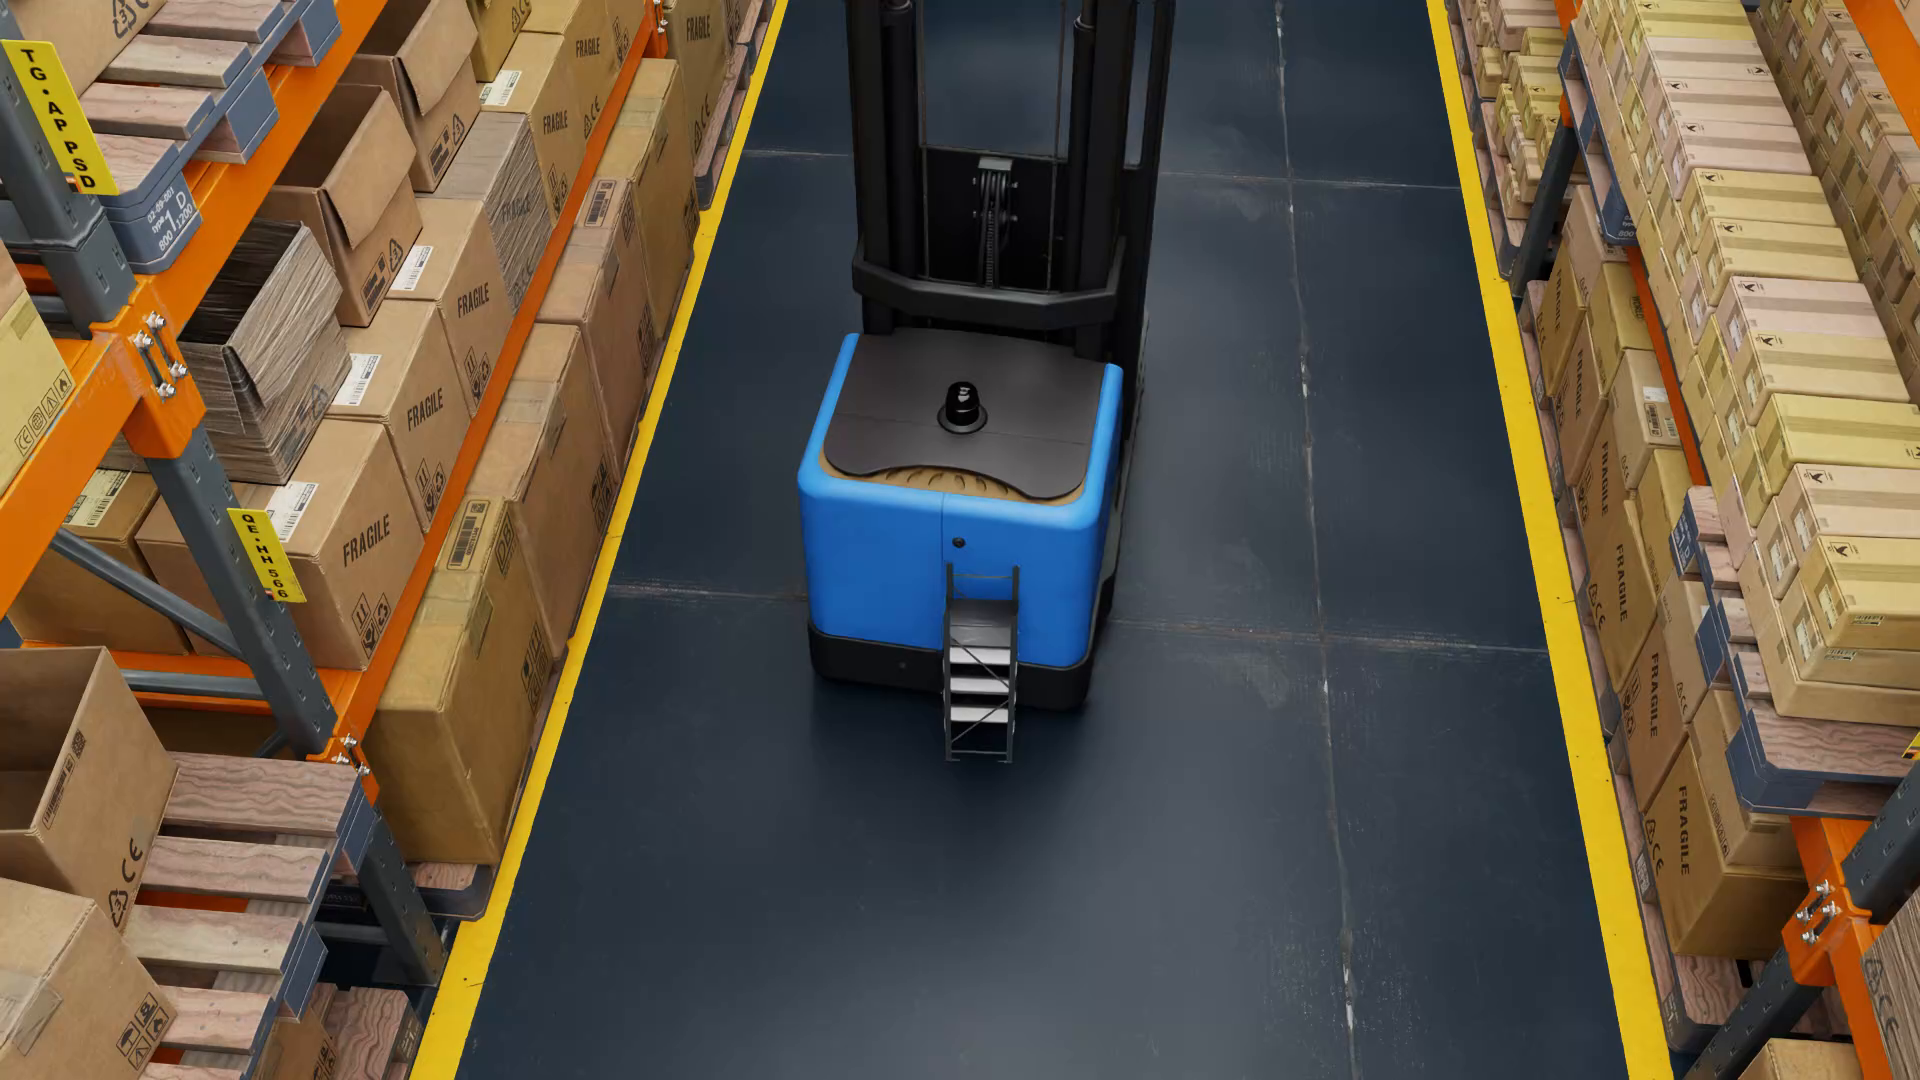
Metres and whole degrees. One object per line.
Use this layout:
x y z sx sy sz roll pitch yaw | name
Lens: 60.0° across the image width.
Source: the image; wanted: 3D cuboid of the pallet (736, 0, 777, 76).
-1.579 -3.076 9.446 1.003 0.211 1.213 4 48 4 | pallet

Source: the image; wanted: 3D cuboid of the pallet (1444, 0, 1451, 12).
3.344 -3.505 9.838 1.003 0.211 1.213 4 48 4 | pallet

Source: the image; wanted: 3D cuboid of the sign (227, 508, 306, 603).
-1.658 0.040 3.976 0.100 0.325 0.005 4 48 4 | sign

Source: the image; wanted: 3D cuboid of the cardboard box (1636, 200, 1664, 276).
2.488 -0.995 5.539 0.380 0.149 0.250 3 48 3 | cardboard box

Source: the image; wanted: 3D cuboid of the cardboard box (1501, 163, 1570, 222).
2.792 -1.648 7.898 0.380 0.149 0.250 4 48 4 | cardboard box

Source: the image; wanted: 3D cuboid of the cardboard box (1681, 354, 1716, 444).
2.415 -0.420 5.013 0.380 0.149 0.250 2 48 2 | cardboard box

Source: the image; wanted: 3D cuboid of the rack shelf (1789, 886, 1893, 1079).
2.549 2.495 2.949 1.077 0.370 4.000 4 48 4 | rack shelf

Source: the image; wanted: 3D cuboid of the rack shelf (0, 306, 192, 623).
-2.382 1.075 2.215 1.077 0.370 4.000 4 48 4 | rack shelf

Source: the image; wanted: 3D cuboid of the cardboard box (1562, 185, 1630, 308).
2.765 -1.183 6.726 0.500 0.250 0.500 2 48 2 | cardboard box

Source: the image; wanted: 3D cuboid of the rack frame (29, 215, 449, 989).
-2.199 0.375 4.401 1.000 3.000 0.127 4 48 4 | rack frame

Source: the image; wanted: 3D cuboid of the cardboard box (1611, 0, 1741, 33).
2.582 -1.951 6.010 0.380 0.149 0.250 5 48 5 | cardboard box

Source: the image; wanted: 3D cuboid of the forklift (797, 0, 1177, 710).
0.206 -1.471 6.135 1.130 2.935 3.031 8 48 7 | forklift

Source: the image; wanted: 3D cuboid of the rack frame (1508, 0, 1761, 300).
3.095 -2.157 6.716 1.000 3.000 0.127 4 48 4 | rack frame

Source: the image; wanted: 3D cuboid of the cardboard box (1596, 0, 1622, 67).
2.580 -1.865 6.133 0.380 0.149 0.250 3 48 3 | cardboard box

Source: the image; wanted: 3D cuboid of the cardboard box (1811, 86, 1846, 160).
3.187 -1.432 5.737 0.380 0.149 0.250 2 48 2 | cardboard box

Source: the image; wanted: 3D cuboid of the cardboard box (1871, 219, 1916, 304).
3.111 -0.862 5.215 0.380 0.149 0.250 5 48 5 | cardboard box

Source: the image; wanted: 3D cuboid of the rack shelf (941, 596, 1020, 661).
0.071 0.295 5.568 0.258 0.077 0.200 2 51 2 | rack shelf

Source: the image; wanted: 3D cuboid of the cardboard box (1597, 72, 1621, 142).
2.555 -1.568 6.063 0.380 0.149 0.250 4 48 4 | cardboard box

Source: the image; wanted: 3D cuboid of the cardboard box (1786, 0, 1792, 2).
3.253 -2.107 6.152 0.380 0.149 0.250 6 48 5 | cardboard box

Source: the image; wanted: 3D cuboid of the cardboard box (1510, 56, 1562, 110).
2.868 -2.190 7.990 0.380 0.149 0.250 3 48 3 | cardboard box

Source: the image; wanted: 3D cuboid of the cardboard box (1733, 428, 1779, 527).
2.366 -0.158 4.572 0.380 0.149 0.250 5 48 4 | cardboard box

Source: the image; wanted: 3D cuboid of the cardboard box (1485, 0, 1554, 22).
2.914 -2.780 8.530 0.380 0.149 0.250 2 48 2 | cardboard box

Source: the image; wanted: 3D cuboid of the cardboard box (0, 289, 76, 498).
-1.998 -0.221 3.014 0.500 0.250 0.500 4 48 4 | cardboard box

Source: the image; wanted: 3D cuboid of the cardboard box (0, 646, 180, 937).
-2.209 0.599 3.843 0.500 0.500 0.500 -1 48 -1 | cardboard box

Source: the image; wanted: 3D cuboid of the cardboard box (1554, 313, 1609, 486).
2.717 -0.541 6.647 0.500 0.500 0.500 6 48 5 | cardboard box

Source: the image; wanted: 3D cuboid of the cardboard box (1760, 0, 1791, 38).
3.256 -2.009 6.264 0.380 0.149 0.250 5 48 5 | cardboard box

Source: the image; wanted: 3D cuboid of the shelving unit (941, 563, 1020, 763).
0.072 0.443 5.753 0.258 0.900 0.210 2 51 2 | shelving unit

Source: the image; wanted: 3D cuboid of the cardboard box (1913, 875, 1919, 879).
3.035 0.741 4.967 0.500 0.250 0.500 2 48 2 | cardboard box

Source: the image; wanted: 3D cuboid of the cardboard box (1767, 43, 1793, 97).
3.233 -1.718 6.200 0.380 0.149 0.250 4 48 4 | cardboard box

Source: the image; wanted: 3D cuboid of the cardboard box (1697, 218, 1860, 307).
2.439 -0.816 4.972 0.380 0.149 0.250 6 48 5 | cardboard box

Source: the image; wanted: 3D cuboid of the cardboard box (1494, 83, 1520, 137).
2.827 -2.088 8.098 0.380 0.149 0.250 2 48 2 | cardboard box

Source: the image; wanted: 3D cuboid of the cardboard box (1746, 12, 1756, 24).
3.447 -2.258 6.979 0.380 0.149 0.250 5 48 5 | cardboard box

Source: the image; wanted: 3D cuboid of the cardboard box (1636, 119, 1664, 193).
2.511 -1.286 5.604 0.380 0.149 0.250 6 48 5 | cardboard box

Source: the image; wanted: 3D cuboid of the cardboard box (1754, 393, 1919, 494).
2.368 -0.243 4.448 0.380 0.149 0.250 5 48 5 | cardboard box

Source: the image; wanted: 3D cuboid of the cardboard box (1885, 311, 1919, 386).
3.092 -0.564 5.145 0.380 0.149 0.250 4 48 4 | cardboard box

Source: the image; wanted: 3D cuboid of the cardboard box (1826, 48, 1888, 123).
3.180 -1.526 5.622 0.380 0.149 0.250 4 48 3 | cardboard box

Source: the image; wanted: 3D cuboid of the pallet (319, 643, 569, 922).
-2.052 0.741 5.955 1.003 0.211 1.213 4 48 4 | pallet

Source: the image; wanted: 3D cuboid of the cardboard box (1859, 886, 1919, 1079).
2.421 1.060 3.706 0.500 0.500 0.500 4 48 4 | cardboard box

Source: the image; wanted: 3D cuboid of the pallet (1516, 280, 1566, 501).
3.026 -0.644 7.222 1.003 0.211 1.213 4 48 4 | pallet

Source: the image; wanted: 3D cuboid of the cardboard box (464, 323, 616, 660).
-2.027 -0.210 6.091 1.225 0.875 0.875 4 48 4 | cardboard box

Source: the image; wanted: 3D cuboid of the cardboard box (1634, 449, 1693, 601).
2.629 -0.033 5.675 0.500 0.250 0.500 5 48 4 | cardboard box

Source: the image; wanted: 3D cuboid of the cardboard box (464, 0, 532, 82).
-1.959 -1.964 5.792 0.797 0.503 0.637 4 48 4 | cardboard box

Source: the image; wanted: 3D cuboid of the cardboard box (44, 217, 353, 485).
-2.116 -0.534 4.484 0.797 0.503 0.637 5 48 5 | cardboard box

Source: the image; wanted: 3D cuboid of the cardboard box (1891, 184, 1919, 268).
3.111 -0.951 5.095 0.380 0.149 0.250 3 48 3 | cardboard box

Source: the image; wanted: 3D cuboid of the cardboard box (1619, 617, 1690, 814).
2.582 0.602 5.602 0.500 0.500 0.500 6 48 5 | cardboard box

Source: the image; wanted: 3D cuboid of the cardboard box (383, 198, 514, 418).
-1.796 -0.754 5.365 0.500 0.500 0.500 3 48 3 | cardboard box

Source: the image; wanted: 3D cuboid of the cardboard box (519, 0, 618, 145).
-1.657 -1.873 6.389 0.500 0.500 0.500 5 48 5 | cardboard box

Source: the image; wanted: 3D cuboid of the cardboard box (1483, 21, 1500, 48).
2.977 -2.595 8.764 0.380 0.149 0.250 5 48 4 | cardboard box

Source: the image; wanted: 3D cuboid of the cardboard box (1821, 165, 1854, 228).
3.166 -1.146 5.677 0.380 0.149 0.250 2 48 2 | cardboard box

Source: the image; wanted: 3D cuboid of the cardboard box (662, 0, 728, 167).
-1.695 -2.469 8.157 0.875 0.875 0.875 4 48 4 | cardboard box

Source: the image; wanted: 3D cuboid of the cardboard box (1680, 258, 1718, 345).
2.438 -0.717 5.083 0.380 0.149 0.250 5 48 5 | cardboard box

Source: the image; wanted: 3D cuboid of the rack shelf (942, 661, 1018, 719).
0.072 0.520 5.849 0.258 0.077 0.200 2 51 2 | rack shelf

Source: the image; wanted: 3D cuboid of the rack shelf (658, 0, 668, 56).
-1.652 -3.792 8.699 1.077 0.370 4.000 4 48 4 | rack shelf

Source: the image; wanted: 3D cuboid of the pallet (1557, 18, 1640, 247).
2.881 -1.540 6.282 1.003 0.211 1.213 4 48 4 | pallet

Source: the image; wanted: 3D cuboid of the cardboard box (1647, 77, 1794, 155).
2.508 -1.391 5.498 0.380 0.149 0.250 4 48 3 | cardboard box

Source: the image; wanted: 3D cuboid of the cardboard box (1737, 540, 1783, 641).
2.343 0.150 4.492 0.380 0.149 0.250 4 48 3 | cardboard box
